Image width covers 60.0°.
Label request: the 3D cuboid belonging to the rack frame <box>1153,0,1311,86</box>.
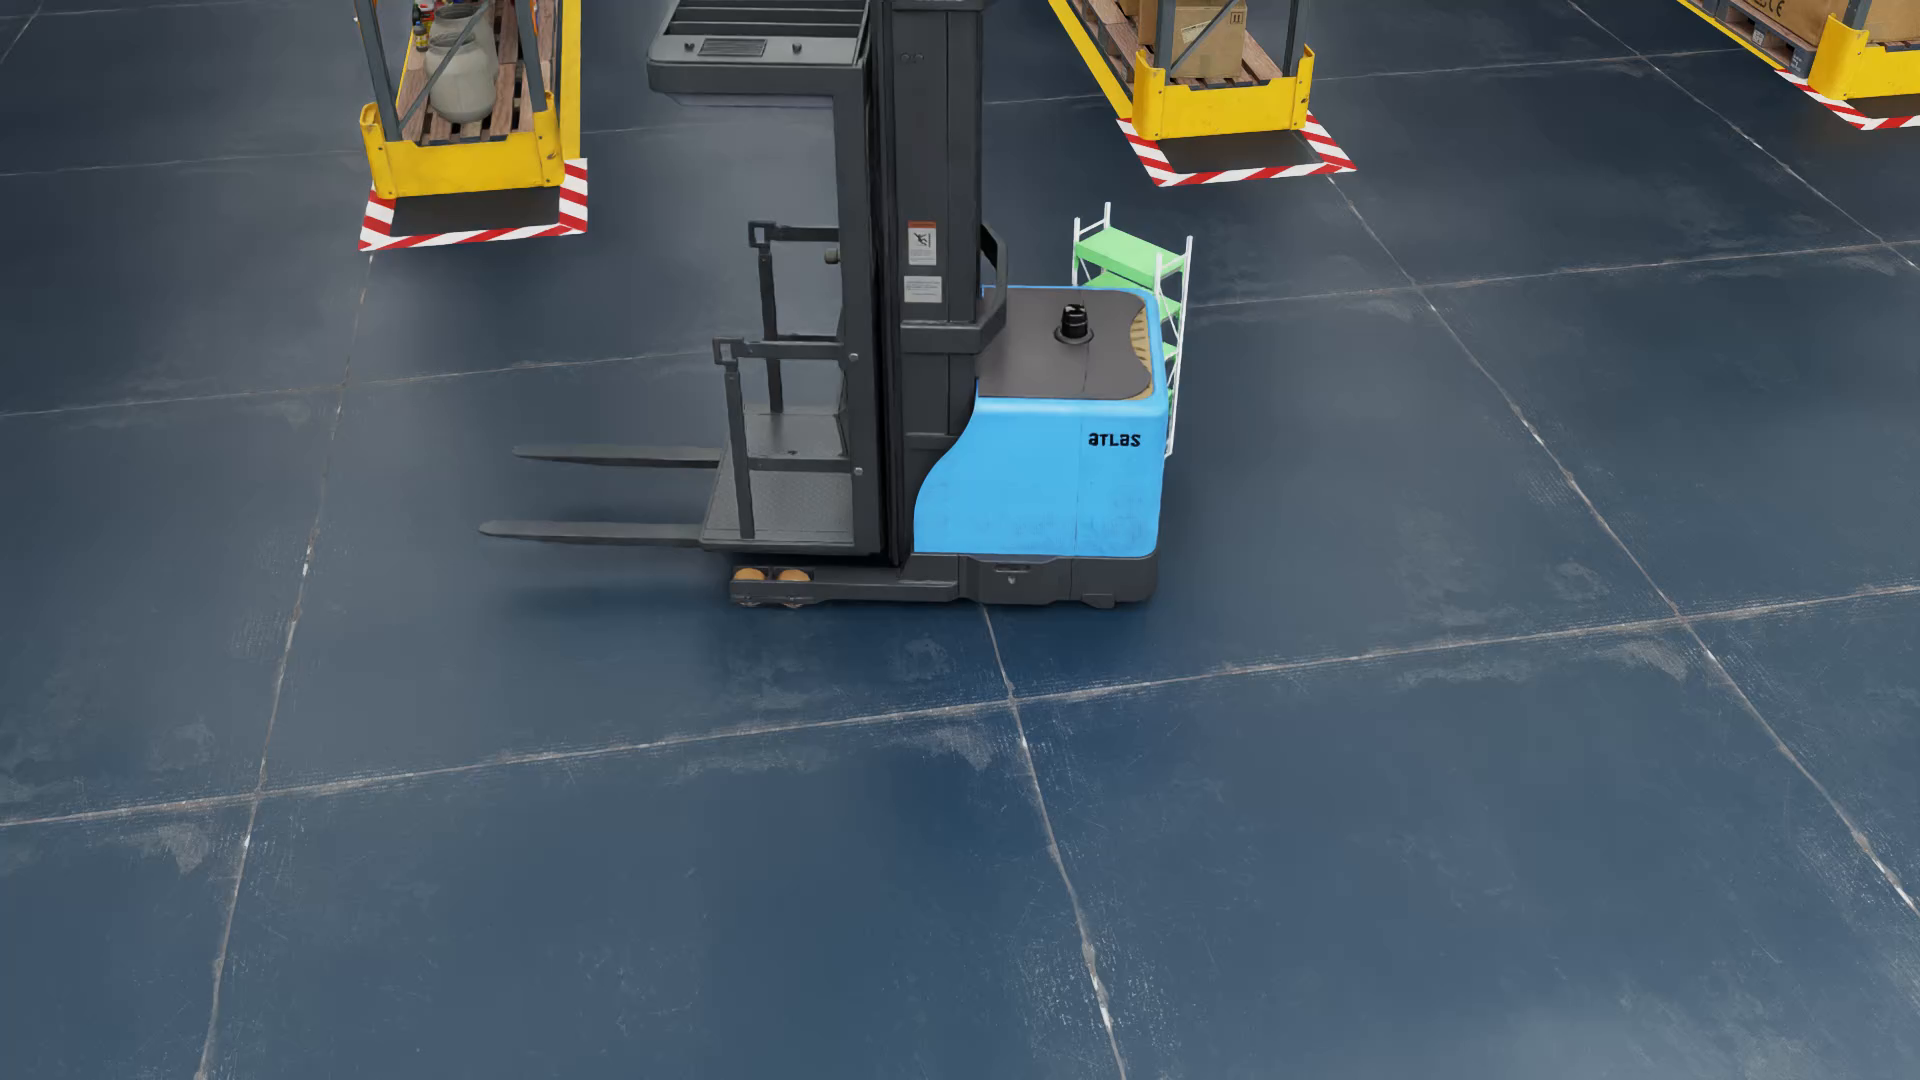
[{"bbox_3d":[1.787,-3.994,10.446,1.000,3.000,0.127,-6,38,-8],"label":"rack frame"}]

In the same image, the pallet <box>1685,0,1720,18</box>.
[{"bbox_3d":[6.260,-4.575,13.467,1.003,0.211,1.213,-6,38,-8],"label":"pallet"}]

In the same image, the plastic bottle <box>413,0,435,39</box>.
[{"bbox_3d":[-3.860,-3.777,12.028,0.152,0.276,0.135,-6,38,-8],"label":"plastic bottle"}]

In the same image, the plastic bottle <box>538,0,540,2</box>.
[{"bbox_3d":[-3.279,-4.208,12.583,0.152,0.276,0.135,-6,38,-7],"label":"plastic bottle"}]

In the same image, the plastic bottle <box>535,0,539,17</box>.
[{"bbox_3d":[-3.195,-3.986,12.358,0.097,0.201,0.097,0,38,0],"label":"plastic bottle"}]

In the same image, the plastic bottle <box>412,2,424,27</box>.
[{"bbox_3d":[-3.881,-3.693,11.915,0.061,0.283,0.133,-5,38,-7],"label":"plastic bottle"}]

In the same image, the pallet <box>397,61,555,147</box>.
[{"bbox_3d":[-3.286,-2.893,11.301,1.003,0.211,1.213,-6,38,-8],"label":"pallet"}]

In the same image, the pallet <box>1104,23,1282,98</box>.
[{"bbox_3d":[1.666,-3.434,11.998,1.003,0.211,1.213,-6,38,-8],"label":"pallet"}]

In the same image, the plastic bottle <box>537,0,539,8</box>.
[{"bbox_3d":[-3.231,-4.110,12.518,0.097,0.201,0.097,0,38,0],"label":"plastic bottle"}]

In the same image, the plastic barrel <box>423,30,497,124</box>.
[{"bbox_3d":[-3.280,-3.034,10.896,0.421,0.512,0.421,0,38,0],"label":"plastic barrel"}]

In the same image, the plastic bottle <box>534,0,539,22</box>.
[{"bbox_3d":[-3.178,-3.954,12.260,0.097,0.271,0.097,0,38,0],"label":"plastic bottle"}]

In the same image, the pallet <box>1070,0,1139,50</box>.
[{"bbox_3d":[1.456,-4.169,12.944,1.003,0.211,1.213,-6,38,-8],"label":"pallet"}]

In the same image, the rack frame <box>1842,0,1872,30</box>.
[{"bbox_3d":[6.688,-4.467,11.055,1.000,3.000,0.127,-6,38,-8],"label":"rack frame"}]

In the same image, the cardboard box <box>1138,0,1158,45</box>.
[{"bbox_3d":[1.556,-3.909,12.032,0.500,0.500,0.500,3,38,4],"label":"cardboard box"}]

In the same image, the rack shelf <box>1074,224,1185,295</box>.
[{"bbox_3d":[0.795,-1.290,7.755,0.480,0.148,0.258,31,47,33],"label":"rack shelf"}]

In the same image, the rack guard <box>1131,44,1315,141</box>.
[{"bbox_3d":[1.774,-3.053,11.272,1.175,0.500,0.348,-6,38,-8],"label":"rack guard"}]

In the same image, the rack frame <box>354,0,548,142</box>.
[{"bbox_3d":[-3.089,-3.462,9.761,1.000,3.000,0.127,-6,38,-8],"label":"rack frame"}]

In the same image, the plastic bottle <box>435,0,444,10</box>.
[{"bbox_3d":[-3.755,-3.792,12.041,0.061,0.283,0.133,-6,38,-8],"label":"plastic bottle"}]

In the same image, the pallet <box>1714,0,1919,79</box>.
[{"bbox_3d":[6.471,-3.840,12.521,1.003,0.211,1.213,-6,38,-8],"label":"pallet"}]

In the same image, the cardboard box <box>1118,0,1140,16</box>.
[{"bbox_3d":[1.465,-4.290,12.522,0.500,0.500,0.500,-3,38,-4],"label":"cardboard box"}]

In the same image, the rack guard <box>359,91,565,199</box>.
[{"bbox_3d":[-3.149,-2.515,10.580,1.175,0.500,0.348,-6,38,-8],"label":"rack guard"}]

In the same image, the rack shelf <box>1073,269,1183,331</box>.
[{"bbox_3d":[0.795,-1.101,7.902,0.480,0.148,0.258,31,47,33],"label":"rack shelf"}]

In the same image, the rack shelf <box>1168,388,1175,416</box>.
[{"bbox_3d":[0.795,-0.722,8.197,0.480,0.148,0.258,31,47,33],"label":"rack shelf"}]

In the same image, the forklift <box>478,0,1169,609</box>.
[{"bbox_3d":[-0.631,-1.185,6.887,3.031,2.935,1.130,1,38,2],"label":"forklift"}]

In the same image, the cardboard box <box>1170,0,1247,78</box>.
[{"bbox_3d":[1.694,-3.552,11.572,0.500,0.500,0.500,0,38,1],"label":"cardboard box"}]

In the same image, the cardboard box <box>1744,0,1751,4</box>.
[{"bbox_3d":[6.348,-4.727,12.779,0.875,0.875,0.875,-7,38,-9],"label":"cardboard box"}]

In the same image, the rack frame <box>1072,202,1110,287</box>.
[{"bbox_3d":[0.620,-1.066,8.144,0.015,1.200,0.240,31,47,33],"label":"rack frame"}]

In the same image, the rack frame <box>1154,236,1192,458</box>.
[{"bbox_3d":[0.970,-0.858,7.876,0.015,1.200,0.240,31,47,33],"label":"rack frame"}]

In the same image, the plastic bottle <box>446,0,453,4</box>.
[{"bbox_3d":[-3.806,-3.970,12.338,0.097,0.201,0.097,0,38,0],"label":"plastic bottle"}]

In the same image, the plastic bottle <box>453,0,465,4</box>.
[{"bbox_3d":[-3.808,-4.104,12.449,0.152,0.276,0.135,-6,38,-8],"label":"plastic bottle"}]

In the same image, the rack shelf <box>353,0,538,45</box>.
[{"bbox_3d":[-3.440,-4.386,11.536,1.077,0.370,4.000,-6,38,-8],"label":"rack shelf"}]

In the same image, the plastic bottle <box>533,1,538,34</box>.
[{"bbox_3d":[-3.122,-3.830,12.090,0.061,0.283,0.133,-6,38,-7],"label":"plastic bottle"}]

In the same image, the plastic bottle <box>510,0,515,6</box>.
[{"bbox_3d":[-3.384,-4.199,12.566,0.061,0.283,0.133,-6,38,-8],"label":"plastic bottle"}]

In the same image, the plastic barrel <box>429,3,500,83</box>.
[{"bbox_3d":[-3.368,-3.337,11.286,0.421,0.512,0.421,0,38,0],"label":"plastic barrel"}]

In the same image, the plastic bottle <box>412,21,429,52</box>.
[{"bbox_3d":[-3.843,-3.592,11.851,0.097,0.201,0.097,0,38,0],"label":"plastic bottle"}]

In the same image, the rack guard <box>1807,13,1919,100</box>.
[{"bbox_3d":[6.692,-3.465,11.803,1.175,0.500,0.348,-6,38,-8],"label":"rack guard"}]

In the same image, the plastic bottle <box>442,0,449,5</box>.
[{"bbox_3d":[-3.765,-3.856,12.191,0.097,0.201,0.097,0,38,0],"label":"plastic bottle"}]

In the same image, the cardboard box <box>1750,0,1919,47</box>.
[{"bbox_3d":[6.504,-4.196,12.096,0.875,0.875,0.875,-6,38,-8],"label":"cardboard box"}]

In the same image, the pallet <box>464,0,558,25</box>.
[{"bbox_3d":[-3.714,-4.366,13.198,1.003,0.211,1.213,-6,38,-8],"label":"pallet"}]

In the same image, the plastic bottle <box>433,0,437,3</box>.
[{"bbox_3d":[-3.884,-3.861,12.136,0.152,0.276,0.135,-7,38,-9],"label":"plastic bottle"}]

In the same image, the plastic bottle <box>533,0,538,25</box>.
[{"bbox_3d":[-3.160,-3.894,12.182,0.097,0.271,0.097,0,38,0],"label":"plastic bottle"}]

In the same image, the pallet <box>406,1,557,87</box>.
[{"bbox_3d":[-3.496,-3.628,12.248,1.003,0.211,1.213,-6,38,-8],"label":"pallet"}]

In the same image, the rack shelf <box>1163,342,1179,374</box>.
[{"bbox_3d":[0.795,-0.911,8.049,0.480,0.148,0.258,31,47,33],"label":"rack shelf"}]

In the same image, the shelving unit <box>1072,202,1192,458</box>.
[{"bbox_3d":[0.795,-0.962,8.010,0.503,1.200,0.258,31,47,33],"label":"shelving unit"}]

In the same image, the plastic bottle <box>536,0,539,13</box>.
[{"bbox_3d":[-3.213,-4.076,12.417,0.097,0.271,0.097,0,38,0],"label":"plastic bottle"}]
